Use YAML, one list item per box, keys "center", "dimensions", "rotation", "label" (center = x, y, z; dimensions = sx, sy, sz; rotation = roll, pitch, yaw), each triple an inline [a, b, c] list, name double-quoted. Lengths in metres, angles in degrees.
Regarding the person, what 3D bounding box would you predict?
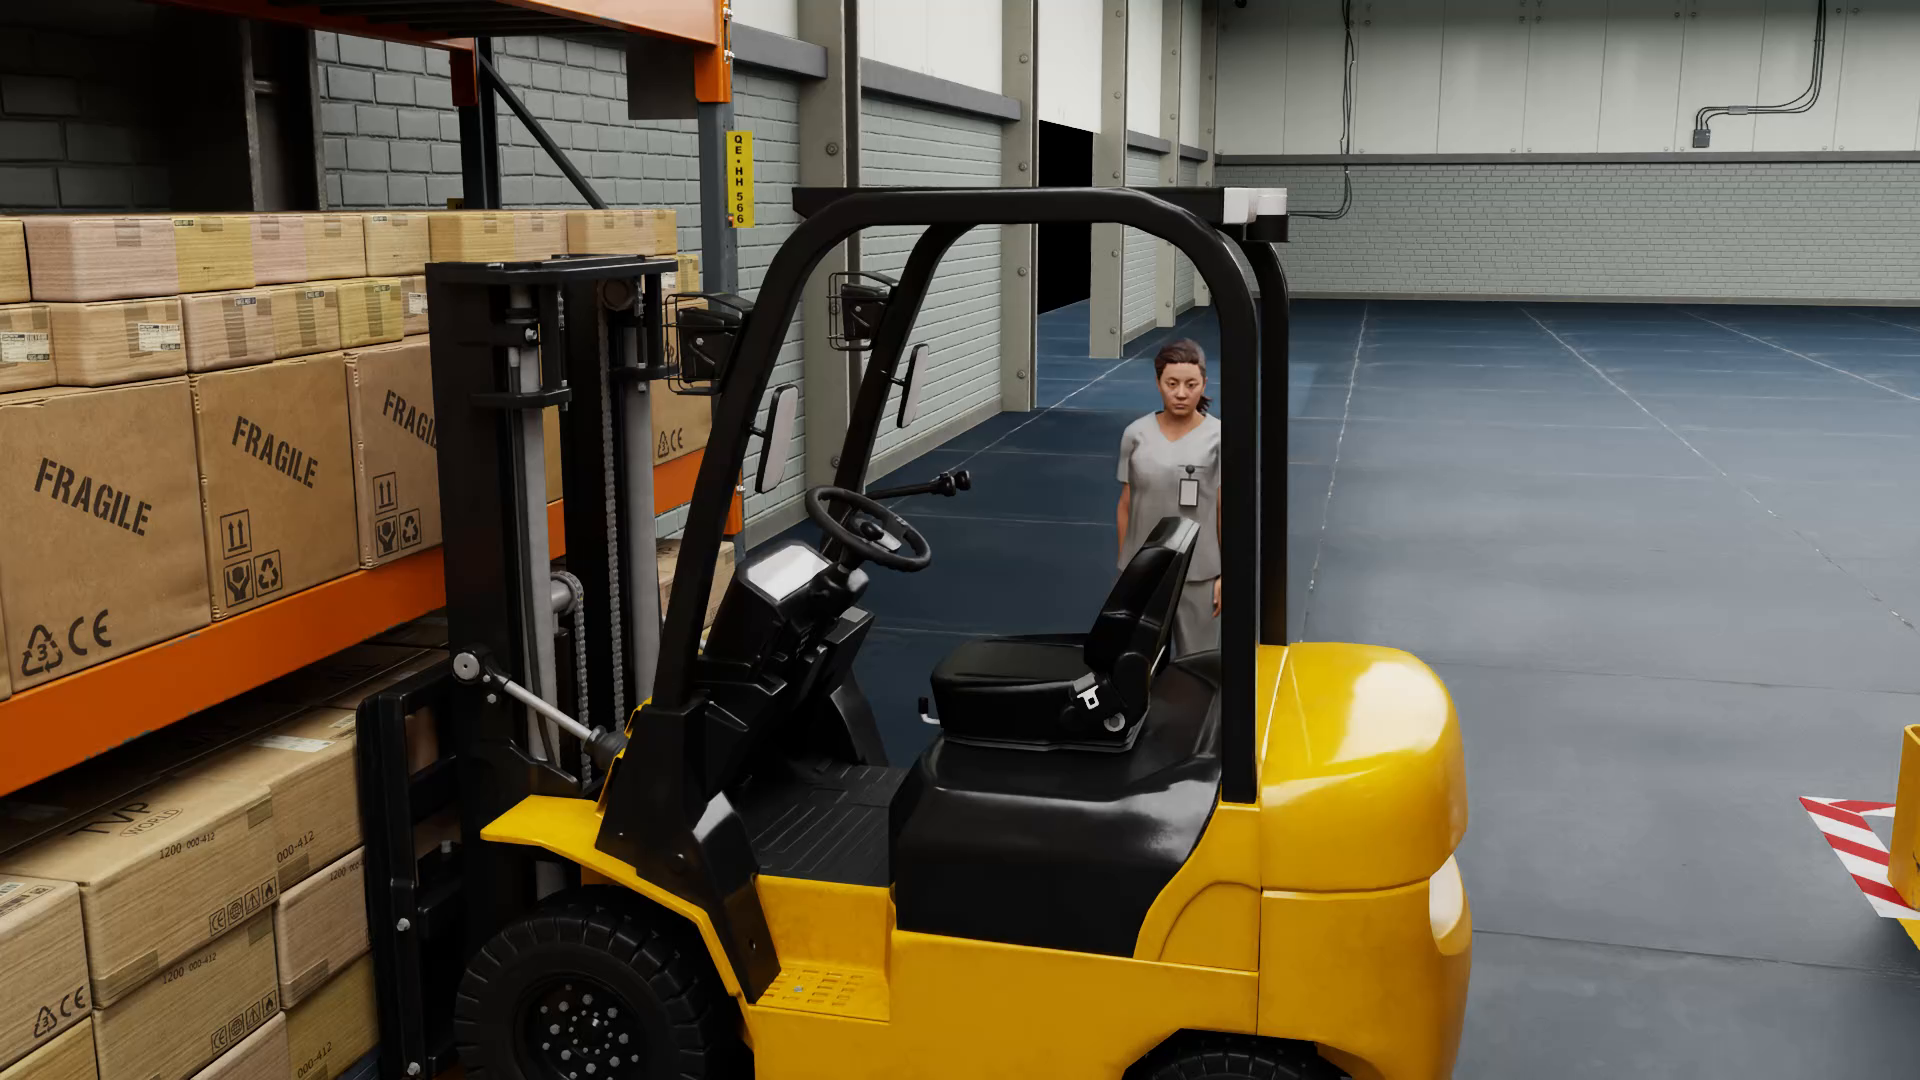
- center: [0.757, 0.128, 5.840]
  dimensions: [0.439, 1.672, 0.363]
  rotation: [3, 12, 15]
  label: "person"
